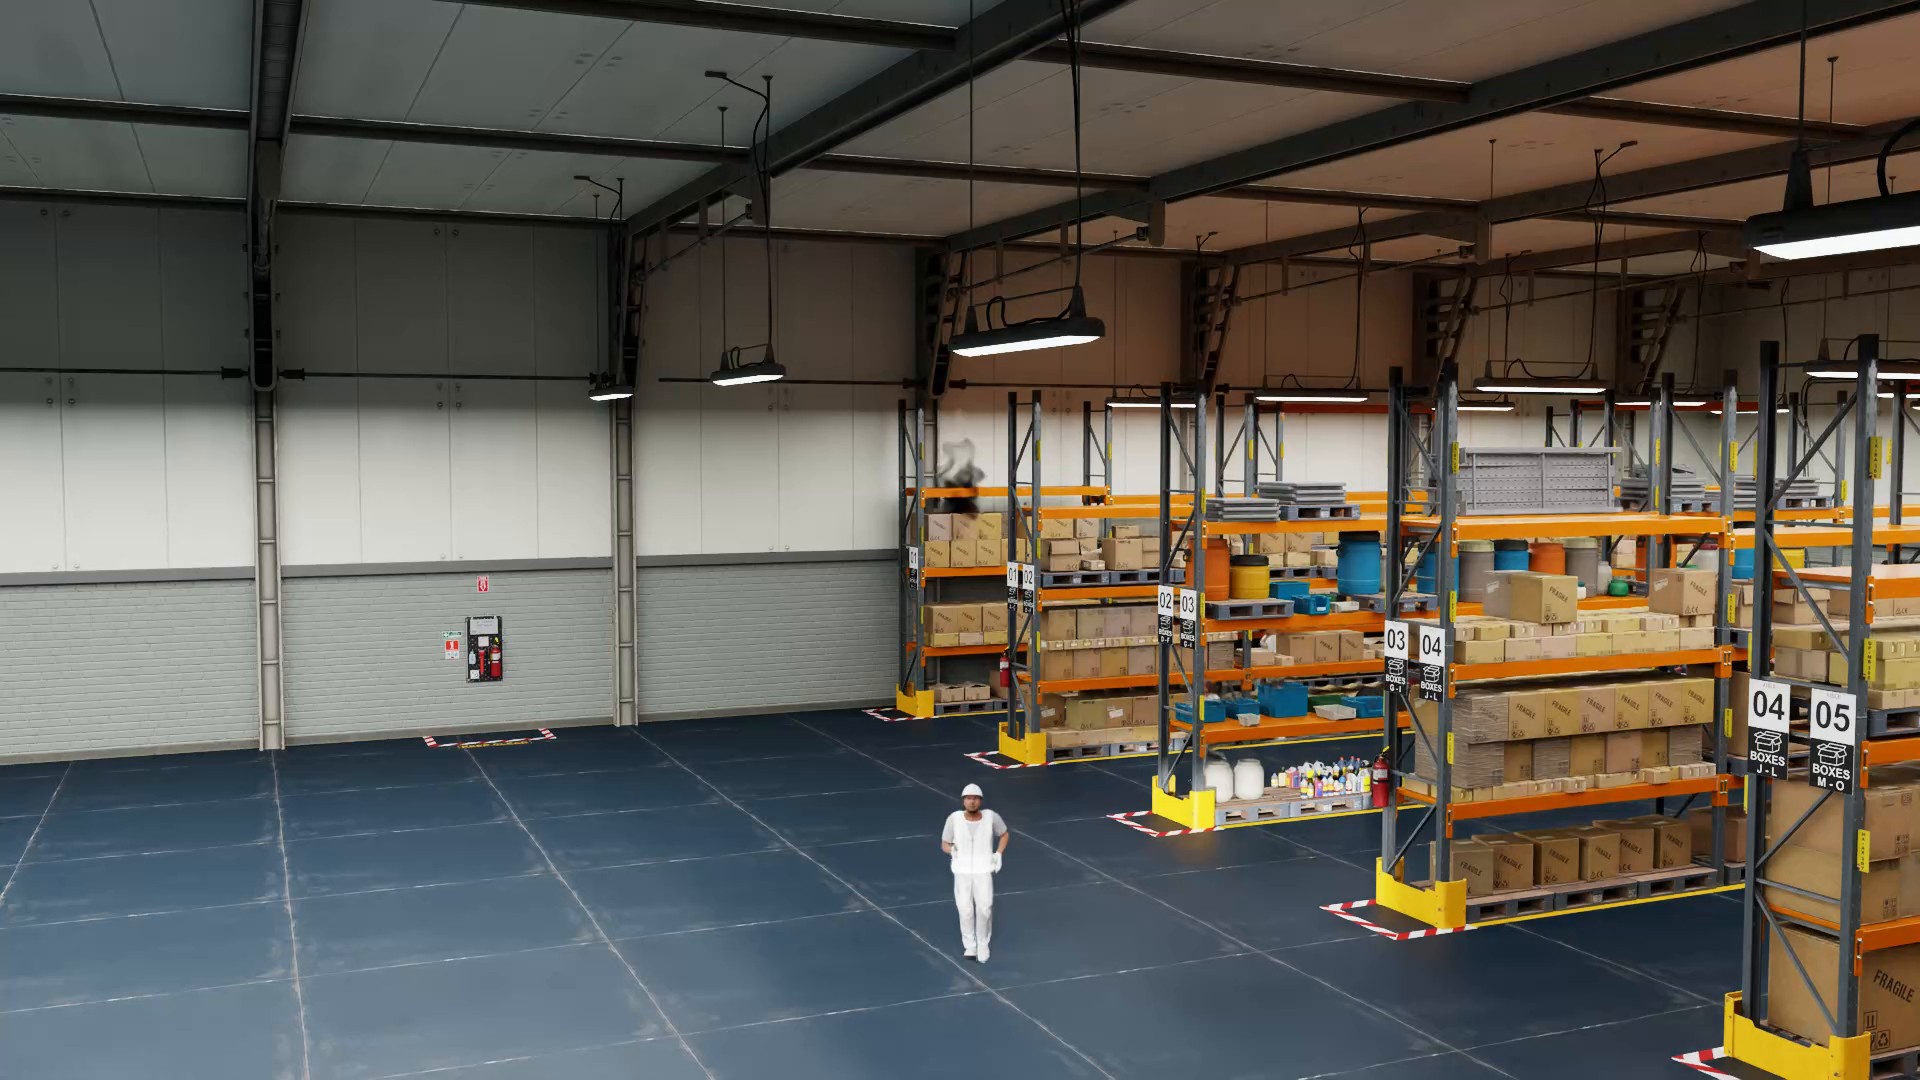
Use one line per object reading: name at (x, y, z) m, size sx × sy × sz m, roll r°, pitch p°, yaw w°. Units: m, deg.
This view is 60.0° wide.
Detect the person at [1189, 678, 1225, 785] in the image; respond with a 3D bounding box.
person at (3.778, 2.892, 25.292) m, size 0.839 × 1.592 × 0.545 m, roll -3°, pitch 4°, yaw -39°

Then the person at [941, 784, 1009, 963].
person at (0.136, 3.315, 16.465) m, size 0.660 × 1.776 × 0.641 m, roll 0°, pitch 3°, yaw 5°

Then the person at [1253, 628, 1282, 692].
person at (5.801, 2.417, 31.222) m, size 1.063 × 1.765 × 0.703 m, roll -2°, pitch 4°, yaw -31°
